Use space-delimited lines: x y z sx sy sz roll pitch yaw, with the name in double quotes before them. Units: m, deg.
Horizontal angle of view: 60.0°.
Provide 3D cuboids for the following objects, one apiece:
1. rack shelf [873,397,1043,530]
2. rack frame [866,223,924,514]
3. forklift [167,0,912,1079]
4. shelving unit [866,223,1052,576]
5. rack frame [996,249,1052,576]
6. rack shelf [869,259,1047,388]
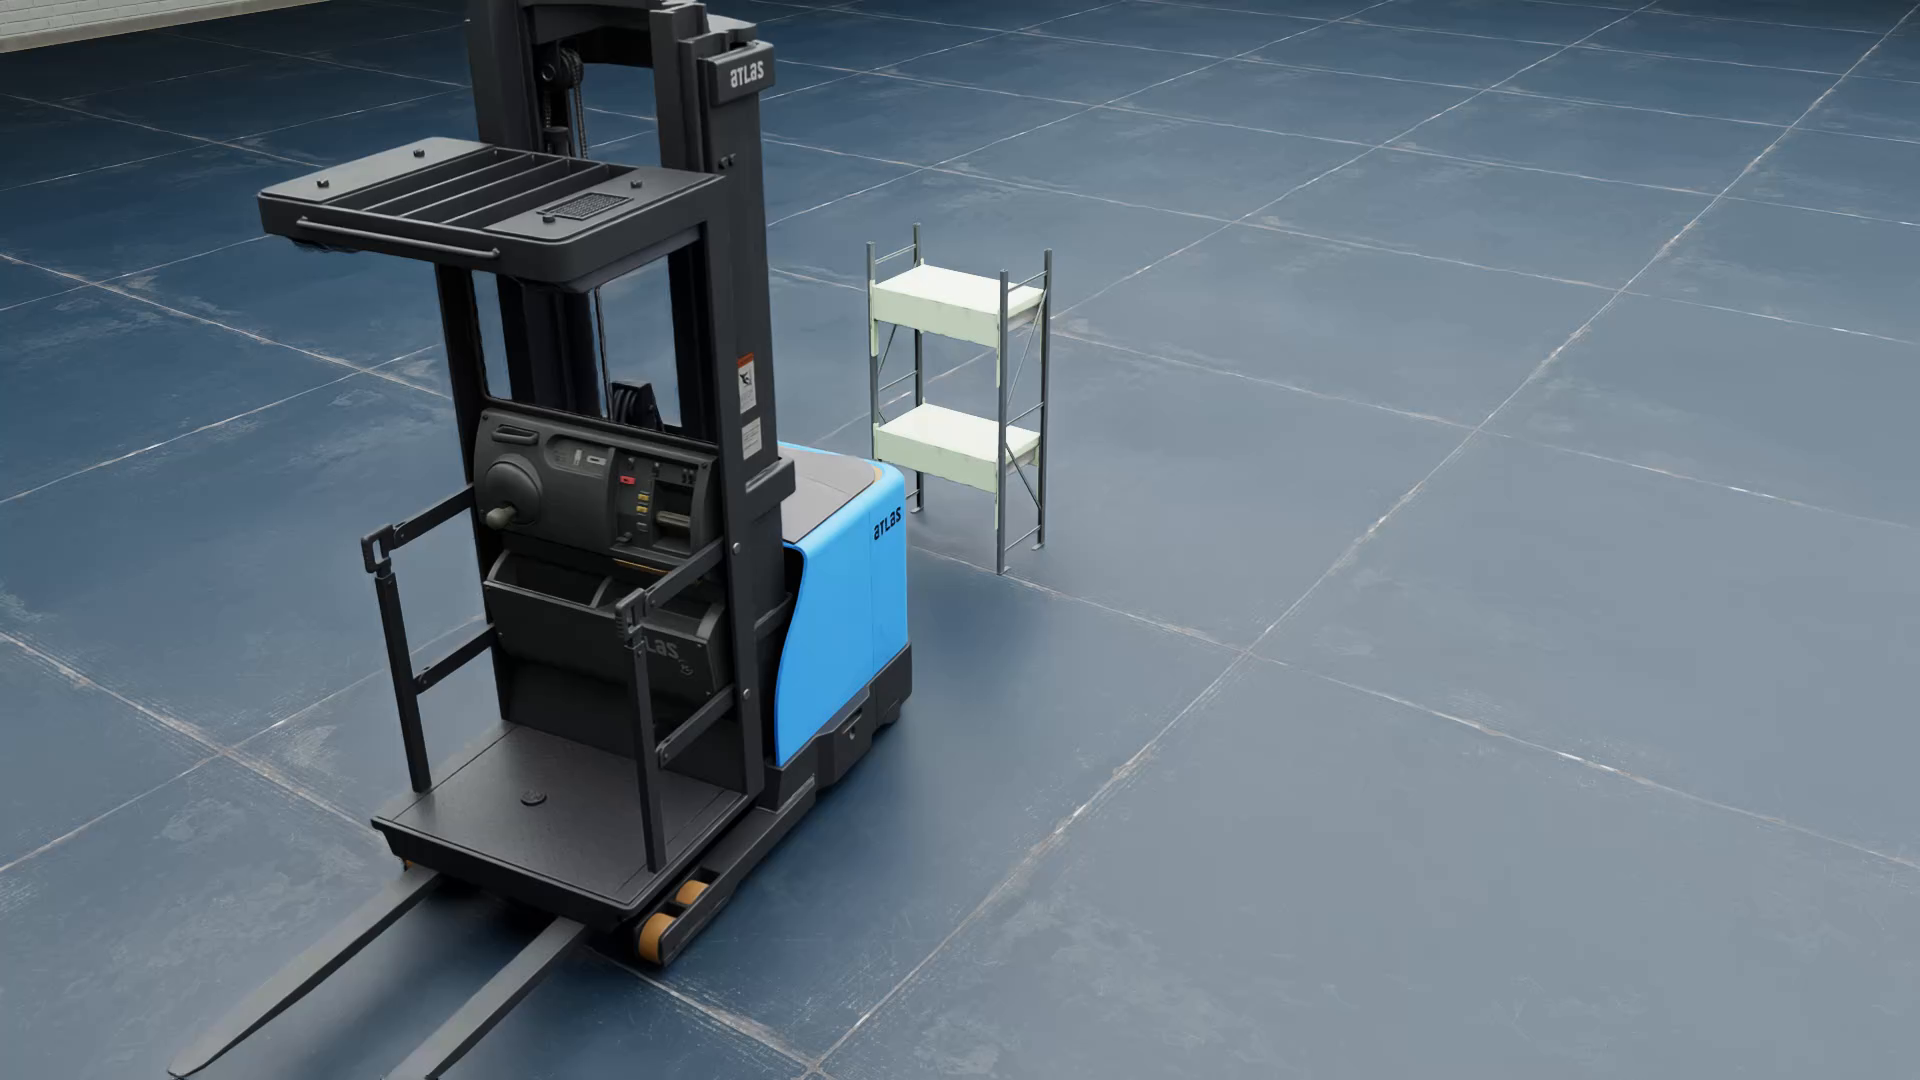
"rack shelf" -0.006 -0.380 8.061 0.720 0.370 0.431 17 32 30
"rack frame" -0.307 -0.764 8.098 0.023 1.500 0.400 17 32 30
"forklift" -1.304 -0.133 5.280 1.130 2.935 3.031 13 30 23
"shelving unit" -0.006 -0.670 7.913 0.755 1.500 0.431 17 32 30
"rack frame" 0.296 -0.576 7.729 0.023 1.500 0.400 17 32 30
"rack shelf" -0.006 -1.018 7.736 0.720 0.370 0.431 17 32 30
